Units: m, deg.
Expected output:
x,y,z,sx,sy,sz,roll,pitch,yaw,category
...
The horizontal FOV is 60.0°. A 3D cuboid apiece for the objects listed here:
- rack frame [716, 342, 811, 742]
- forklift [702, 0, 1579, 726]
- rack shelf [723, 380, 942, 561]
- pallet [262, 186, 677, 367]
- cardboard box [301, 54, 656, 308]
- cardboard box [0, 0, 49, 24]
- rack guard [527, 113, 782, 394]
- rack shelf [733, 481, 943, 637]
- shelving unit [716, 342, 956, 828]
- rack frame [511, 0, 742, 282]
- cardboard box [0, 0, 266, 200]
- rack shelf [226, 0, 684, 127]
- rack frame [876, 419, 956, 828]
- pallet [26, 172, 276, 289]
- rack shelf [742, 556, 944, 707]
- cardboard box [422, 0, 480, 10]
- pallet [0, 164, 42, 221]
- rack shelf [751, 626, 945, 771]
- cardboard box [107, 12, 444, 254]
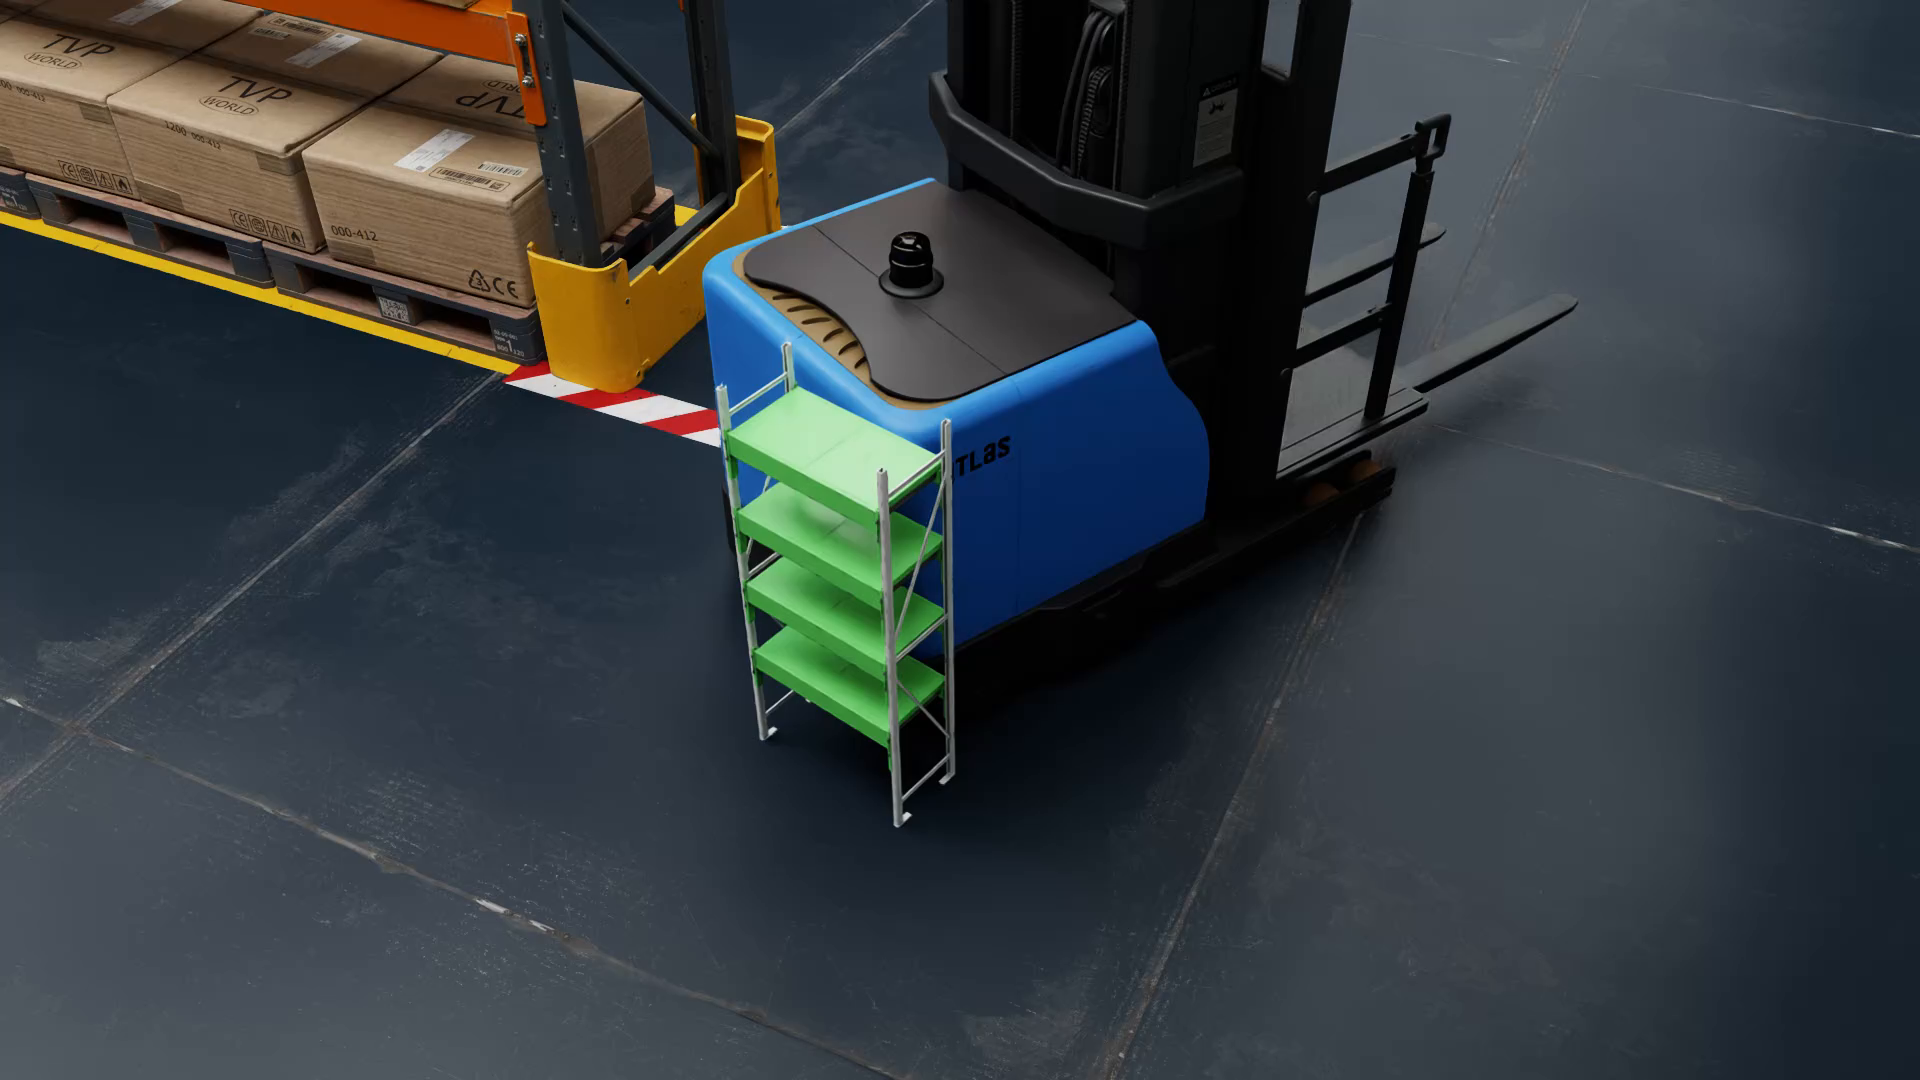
x,y,z,sx,sy,sz,roll,pitch,yaw,category
-0.477,0.043,4.282,0.015,1.200,0.240,28,49,28,rack frame
0.775,-1.377,4.601,3.031,2.935,1.130,-26,47,-27,forklift
-0.289,-0.169,3.892,0.480,0.148,0.258,28,49,28,rack shelf
-1.865,-1.155,6.422,1.213,0.211,1.003,17,44,19,pallet
-1.748,-1.348,6.151,0.875,0.438,0.875,16,43,17,cardboard box
-4.209,-2.095,7.012,0.875,0.438,0.875,16,44,18,cardboard box
-1.086,-1.083,6.118,0.348,0.500,1.175,17,44,19,rack guard
-0.288,0.011,4.051,0.480,0.148,0.258,28,49,28,rack shelf
-0.287,0.143,4.167,0.503,1.200,0.258,28,49,28,shelving unit
-1.107,-2.034,5.307,0.127,3.000,1.000,17,44,19,rack frame
-3.397,-1.847,6.727,0.875,0.438,0.875,16,43,17,cardboard box
-2.920,-2.316,6.181,4.000,0.370,1.077,17,44,19,rack shelf
-0.097,0.243,4.051,0.015,1.200,0.240,28,49,28,rack frame
-2.967,-1.494,6.813,1.213,0.211,1.003,17,44,19,pallet
-0.286,0.191,4.209,0.480,0.148,0.258,28,49,28,rack shelf
-1.656,-2.048,5.247,0.500,0.500,0.500,17,44,19,cardboard box
-4.076,-1.831,7.201,1.213,0.211,1.003,17,44,19,pallet
-0.285,0.371,4.367,0.480,0.148,0.258,28,49,28,rack shelf
-2.581,-1.597,6.437,0.875,0.438,0.875,18,44,20,cardboard box
